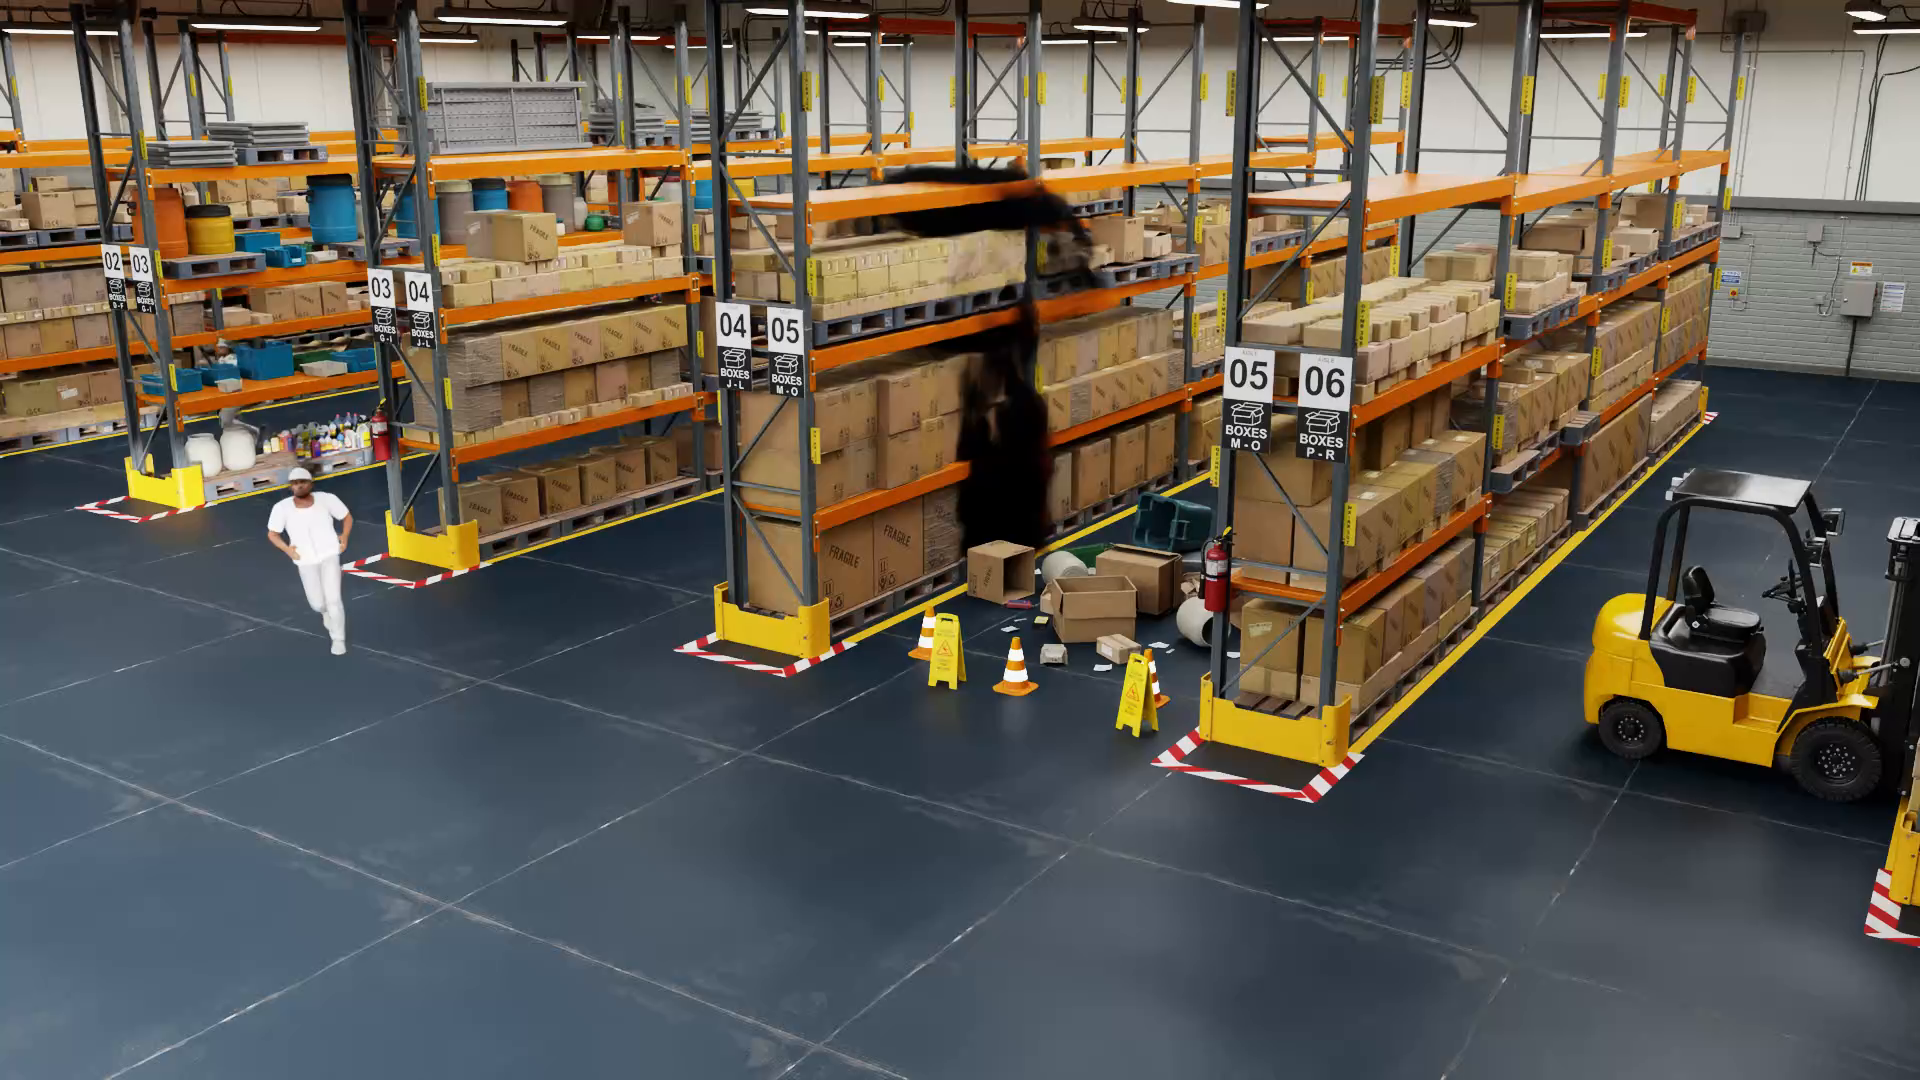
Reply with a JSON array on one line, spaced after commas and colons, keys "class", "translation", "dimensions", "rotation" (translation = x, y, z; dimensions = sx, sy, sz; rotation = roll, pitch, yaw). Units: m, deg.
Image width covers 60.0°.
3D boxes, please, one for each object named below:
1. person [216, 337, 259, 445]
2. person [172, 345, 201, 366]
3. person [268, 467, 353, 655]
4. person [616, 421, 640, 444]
[{"class": "person", "translation": [-10.277, -2.043, 23.476], "dimensions": [0.555, 1.654, 0.550], "rotation": [13, 20, 39]}, {"class": "person", "translation": [-12.998, -3.351, 27.972], "dimensions": [0.669, 1.810, 0.816], "rotation": [6, 17, 22]}, {"class": "person", "translation": [-5.960, 0.158, 15.341], "dimensions": [0.742, 1.723, 0.733], "rotation": [-6, 17, -21]}, {"class": "person", "translation": [-4.745, -2.178, 23.802], "dimensions": [0.729, 1.788, 0.827], "rotation": [8, 17, 27]}]
